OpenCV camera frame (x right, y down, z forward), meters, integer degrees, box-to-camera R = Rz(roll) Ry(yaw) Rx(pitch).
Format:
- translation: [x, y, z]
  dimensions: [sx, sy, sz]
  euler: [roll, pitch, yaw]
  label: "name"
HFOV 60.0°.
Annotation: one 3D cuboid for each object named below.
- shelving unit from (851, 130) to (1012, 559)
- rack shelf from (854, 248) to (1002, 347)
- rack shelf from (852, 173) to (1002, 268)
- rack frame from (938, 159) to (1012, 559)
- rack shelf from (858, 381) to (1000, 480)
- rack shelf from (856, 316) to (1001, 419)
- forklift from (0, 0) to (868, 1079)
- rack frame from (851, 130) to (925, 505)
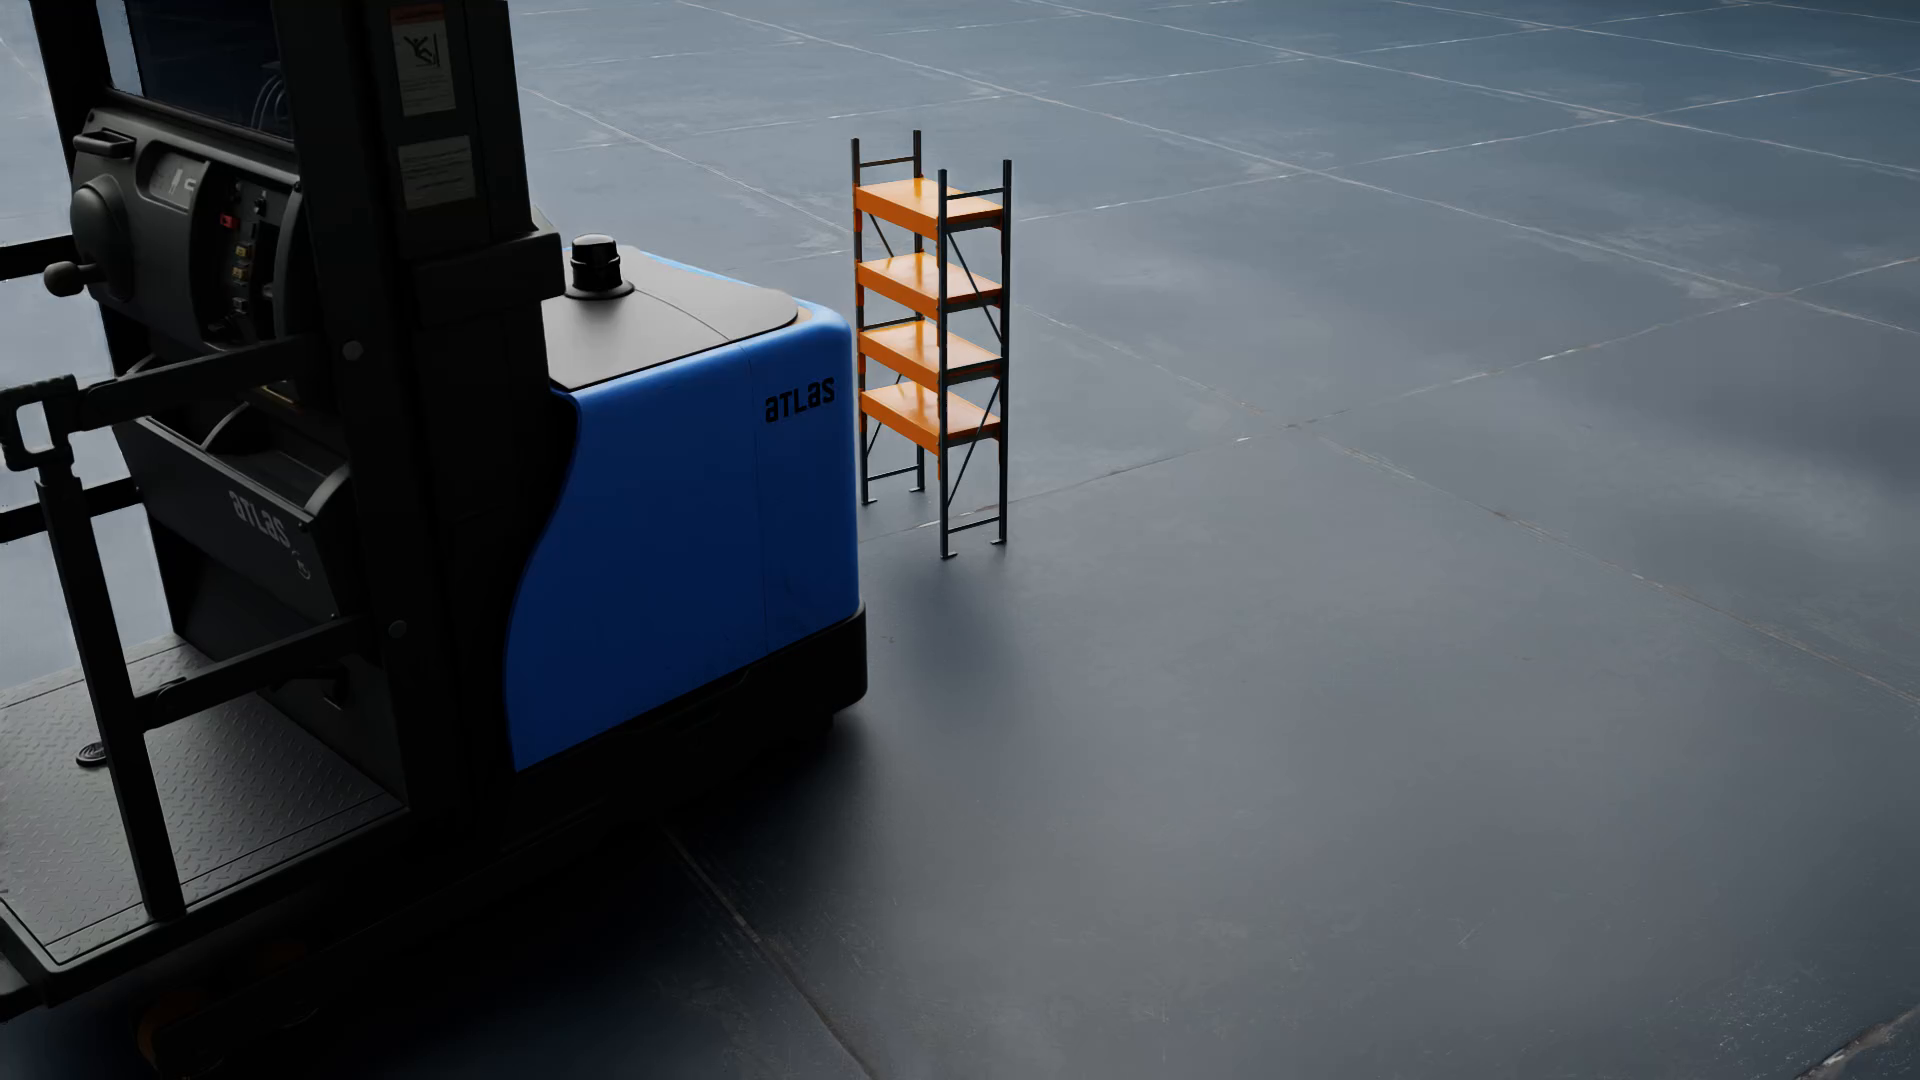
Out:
- translation: [-0.090, -0.602, 5.119]
  dimensions: [0.258, 1.200, 0.503]
  euler: [-16, 29, -30]
  label: "shelving unit"
- translation: [-0.090, -0.743, 5.053]
  dimensions: [0.258, 0.148, 0.480]
  euler: [-16, 29, -30]
  label: "rack shelf"
- translation: [-0.090, -0.957, 4.952]
  dimensions: [0.258, 0.148, 0.480]
  euler: [-16, 29, -30]
  label: "rack shelf"
- translation: [0.043, -0.515, 4.934]
  dimensions: [0.240, 1.200, 0.015]
  euler: [-16, 29, -30]
  label: "rack frame"
- translation: [-0.090, -0.361, 5.233]
  dimensions: [0.258, 0.148, 0.480]
  euler: [-16, 29, -30]
  label: "rack shelf"
- translation: [-0.090, -0.541, 5.148]
  dimensions: [0.258, 0.148, 0.480]
  euler: [-16, 29, -30]
  label: "rack shelf"
- translation: [-1.614, -0.564, 3.011]
  dimensions: [1.130, 2.935, 3.031]
  euler: [22, 33, 38]
  label: "forklift"
- translation: [-0.224, -0.689, 5.304]
  dimensions: [0.240, 1.200, 0.015]
  euler: [-16, 29, -30]
  label: "rack frame"
